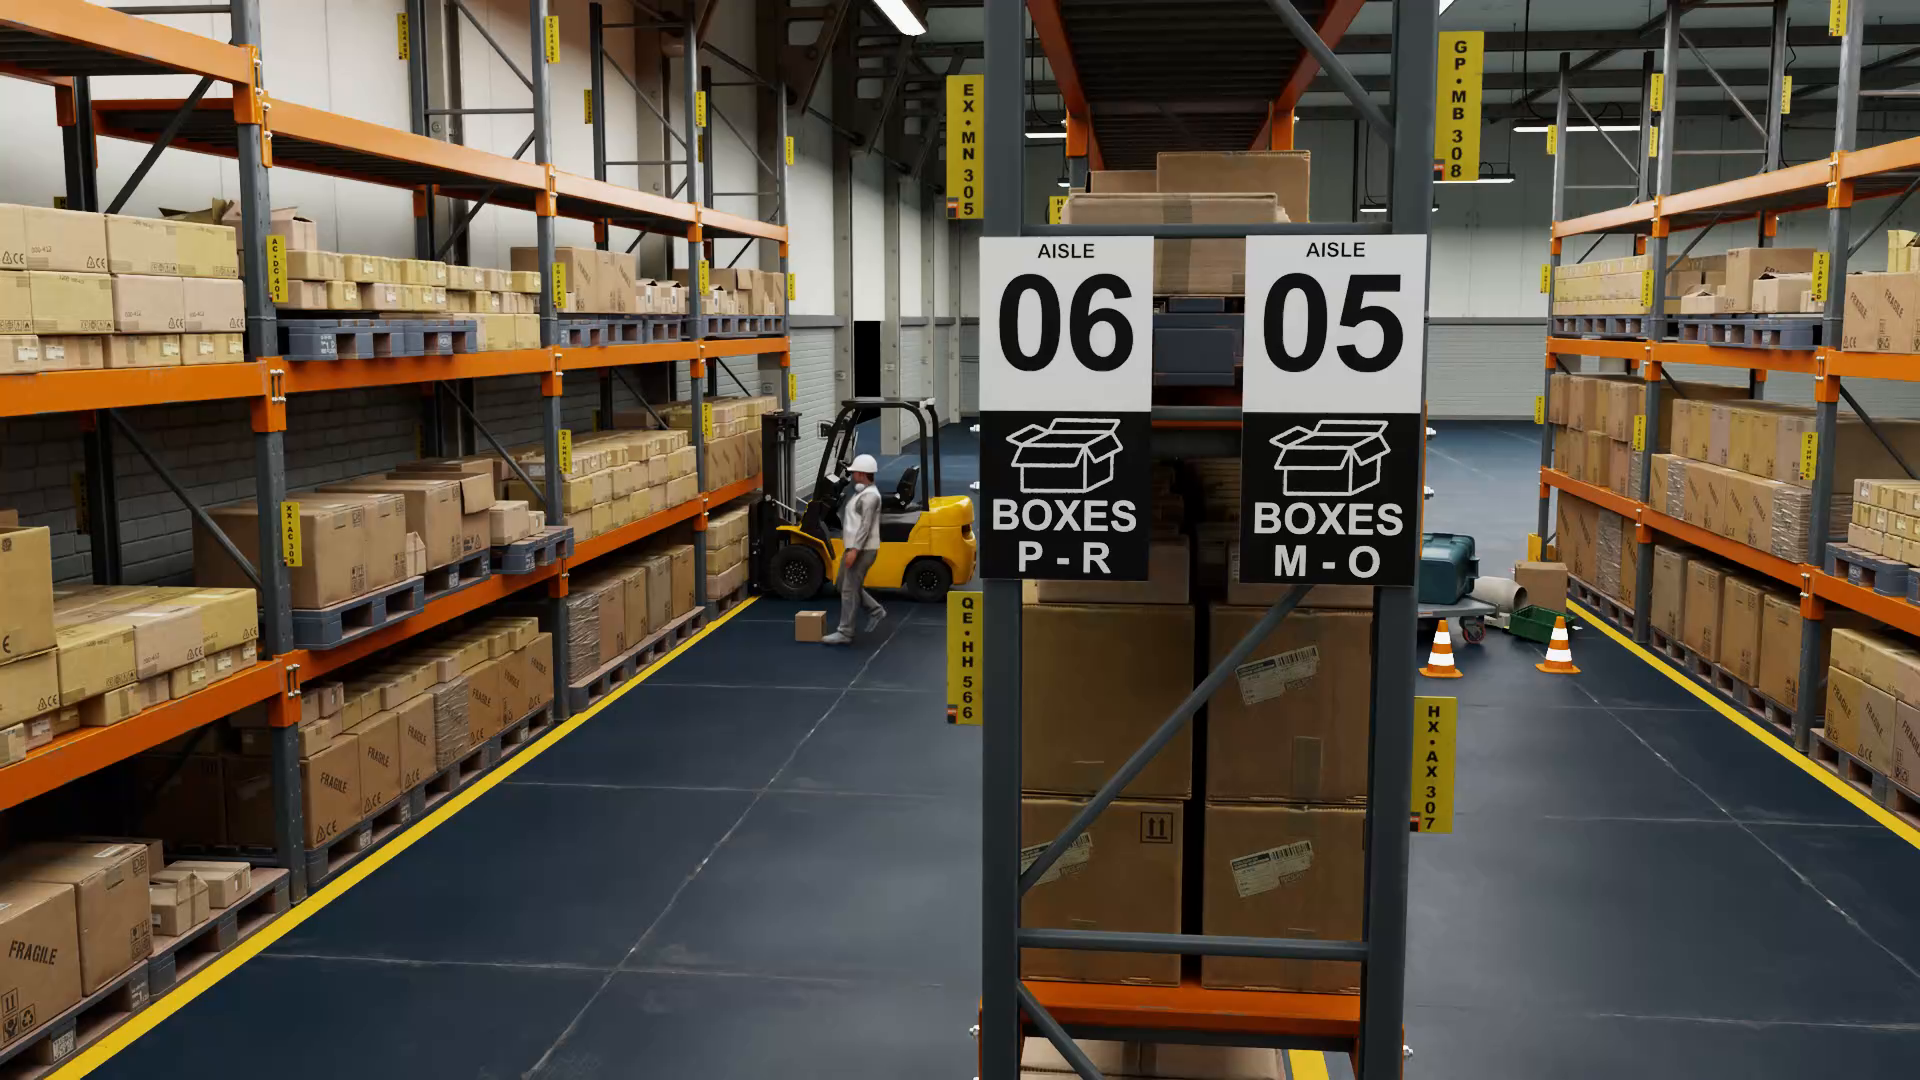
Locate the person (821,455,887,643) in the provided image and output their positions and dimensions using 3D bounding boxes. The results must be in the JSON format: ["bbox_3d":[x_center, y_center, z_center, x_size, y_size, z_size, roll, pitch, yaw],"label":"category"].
[{"bbox_3d":[-0.995,0.077,15.620,0.647,1.762,0.577,-1,8,-9],"label":"person"}]
